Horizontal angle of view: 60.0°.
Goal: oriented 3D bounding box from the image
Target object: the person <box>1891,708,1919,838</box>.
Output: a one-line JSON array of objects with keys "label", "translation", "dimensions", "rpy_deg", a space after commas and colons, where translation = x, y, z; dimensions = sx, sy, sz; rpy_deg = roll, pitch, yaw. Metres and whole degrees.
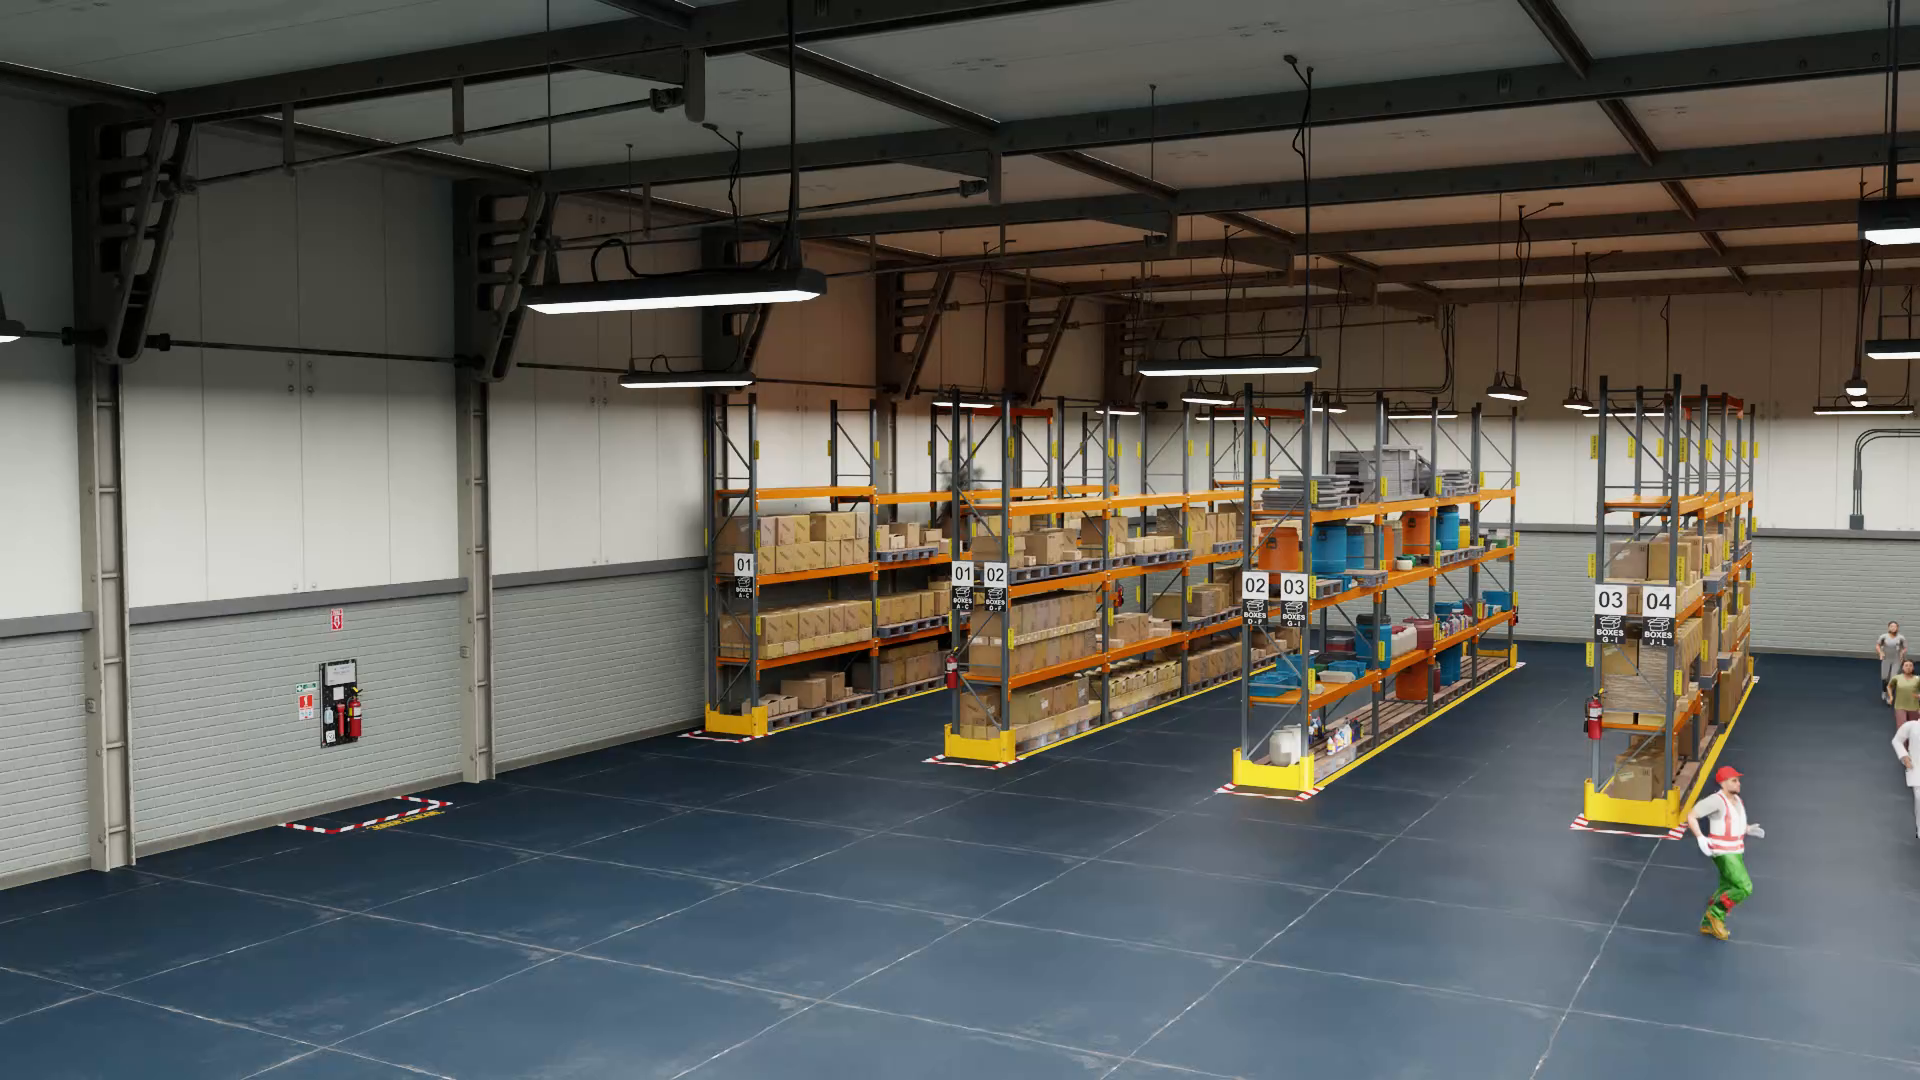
[{"label": "person", "translation": [12.491, 2.964, 21.563], "dimensions": [0.734, 1.744, 0.643], "rpy_deg": [1, 3, 22]}]

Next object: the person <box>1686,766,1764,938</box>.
[{"label": "person", "translation": [7.854, 3.191, 16.953], "dimensions": [0.652, 1.752, 0.641], "rpy_deg": [-2, 4, -39]}]

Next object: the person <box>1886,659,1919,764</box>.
[{"label": "person", "translation": [15.171, 2.722, 26.639], "dimensions": [0.585, 1.645, 0.929], "rpy_deg": [2, 3, 28]}]

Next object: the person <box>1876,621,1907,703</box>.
[{"label": "person", "translation": [18.373, 2.409, 32.796], "dimensions": [0.540, 1.626, 0.544], "rpy_deg": [2, 3, 26]}]
